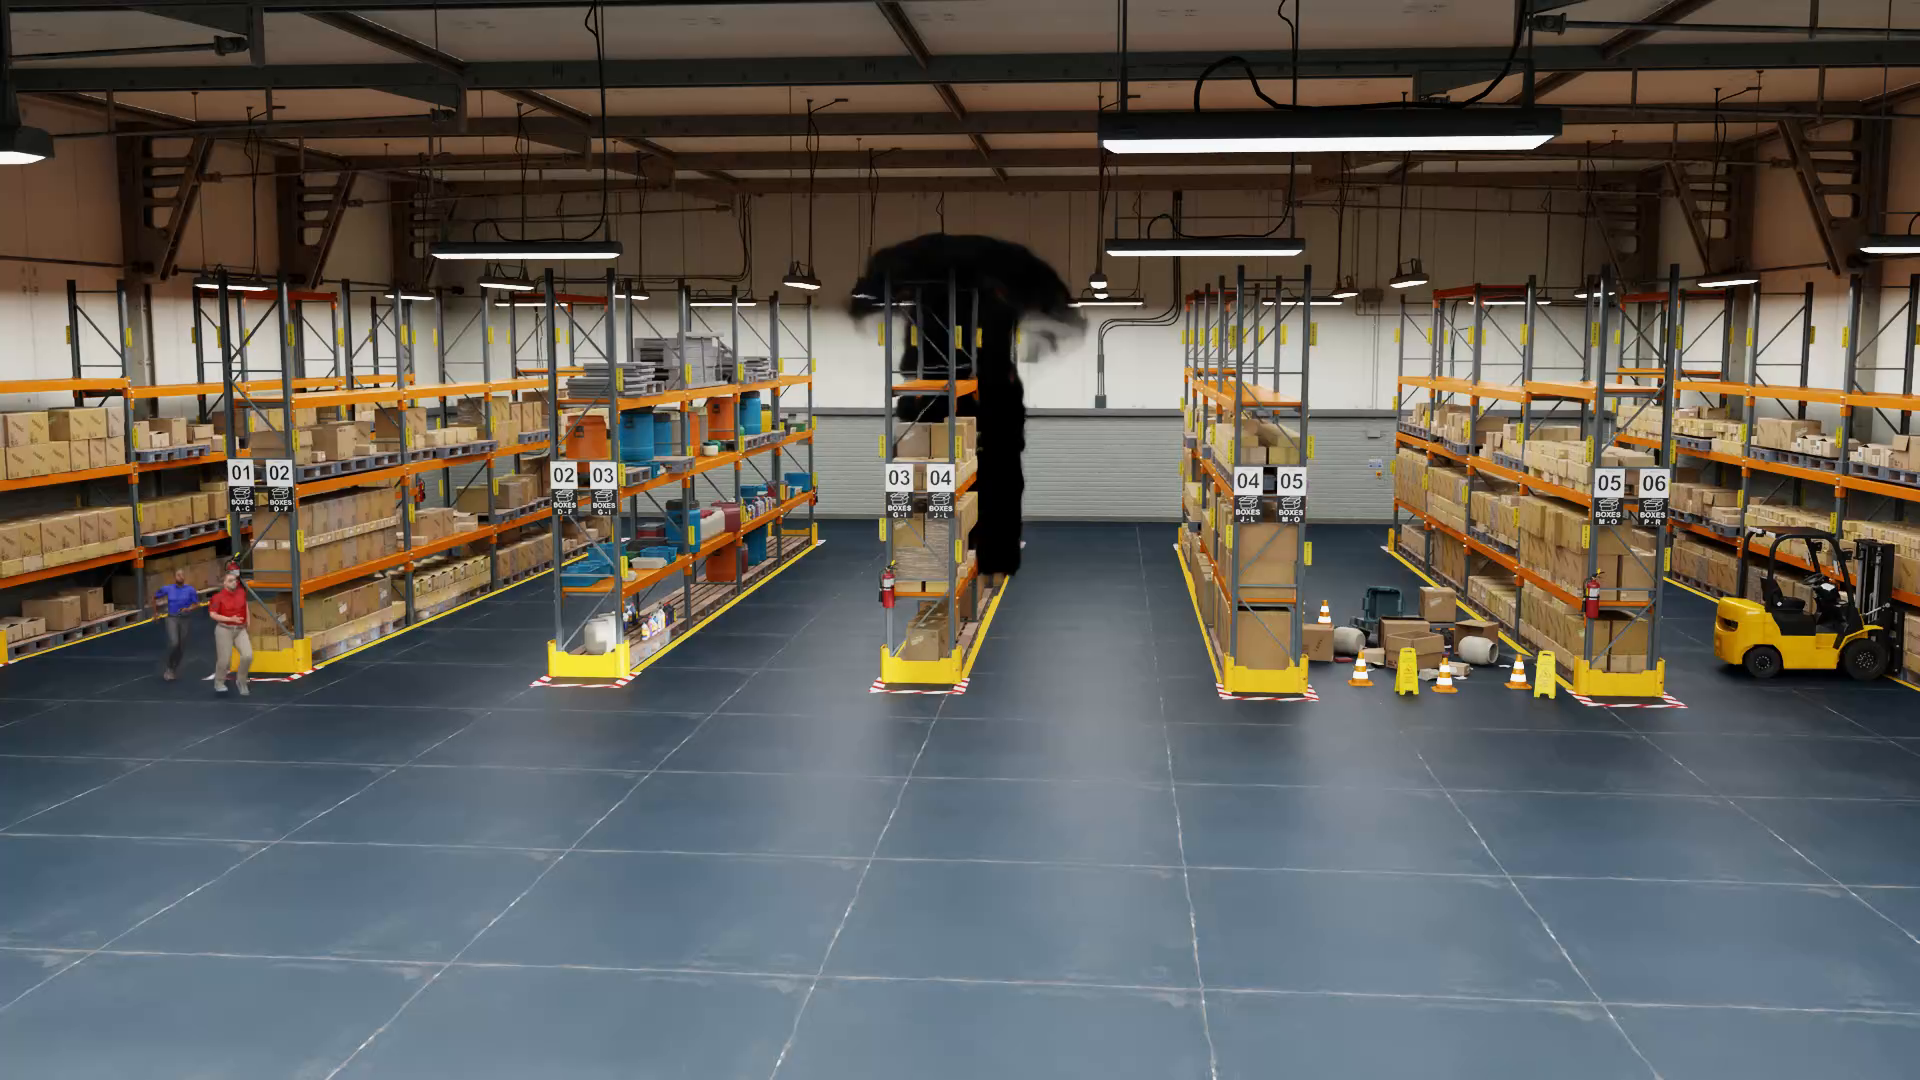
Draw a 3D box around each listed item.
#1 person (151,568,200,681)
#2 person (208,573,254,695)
[{"bbox_3d":[-11.498,1.244,24.473,0.598,1.632,0.602,-6,9,-42],"label":"person"},{"bbox_3d":[-10.197,1.352,23.345,0.752,1.802,0.679,5,9,36],"label":"person"}]
